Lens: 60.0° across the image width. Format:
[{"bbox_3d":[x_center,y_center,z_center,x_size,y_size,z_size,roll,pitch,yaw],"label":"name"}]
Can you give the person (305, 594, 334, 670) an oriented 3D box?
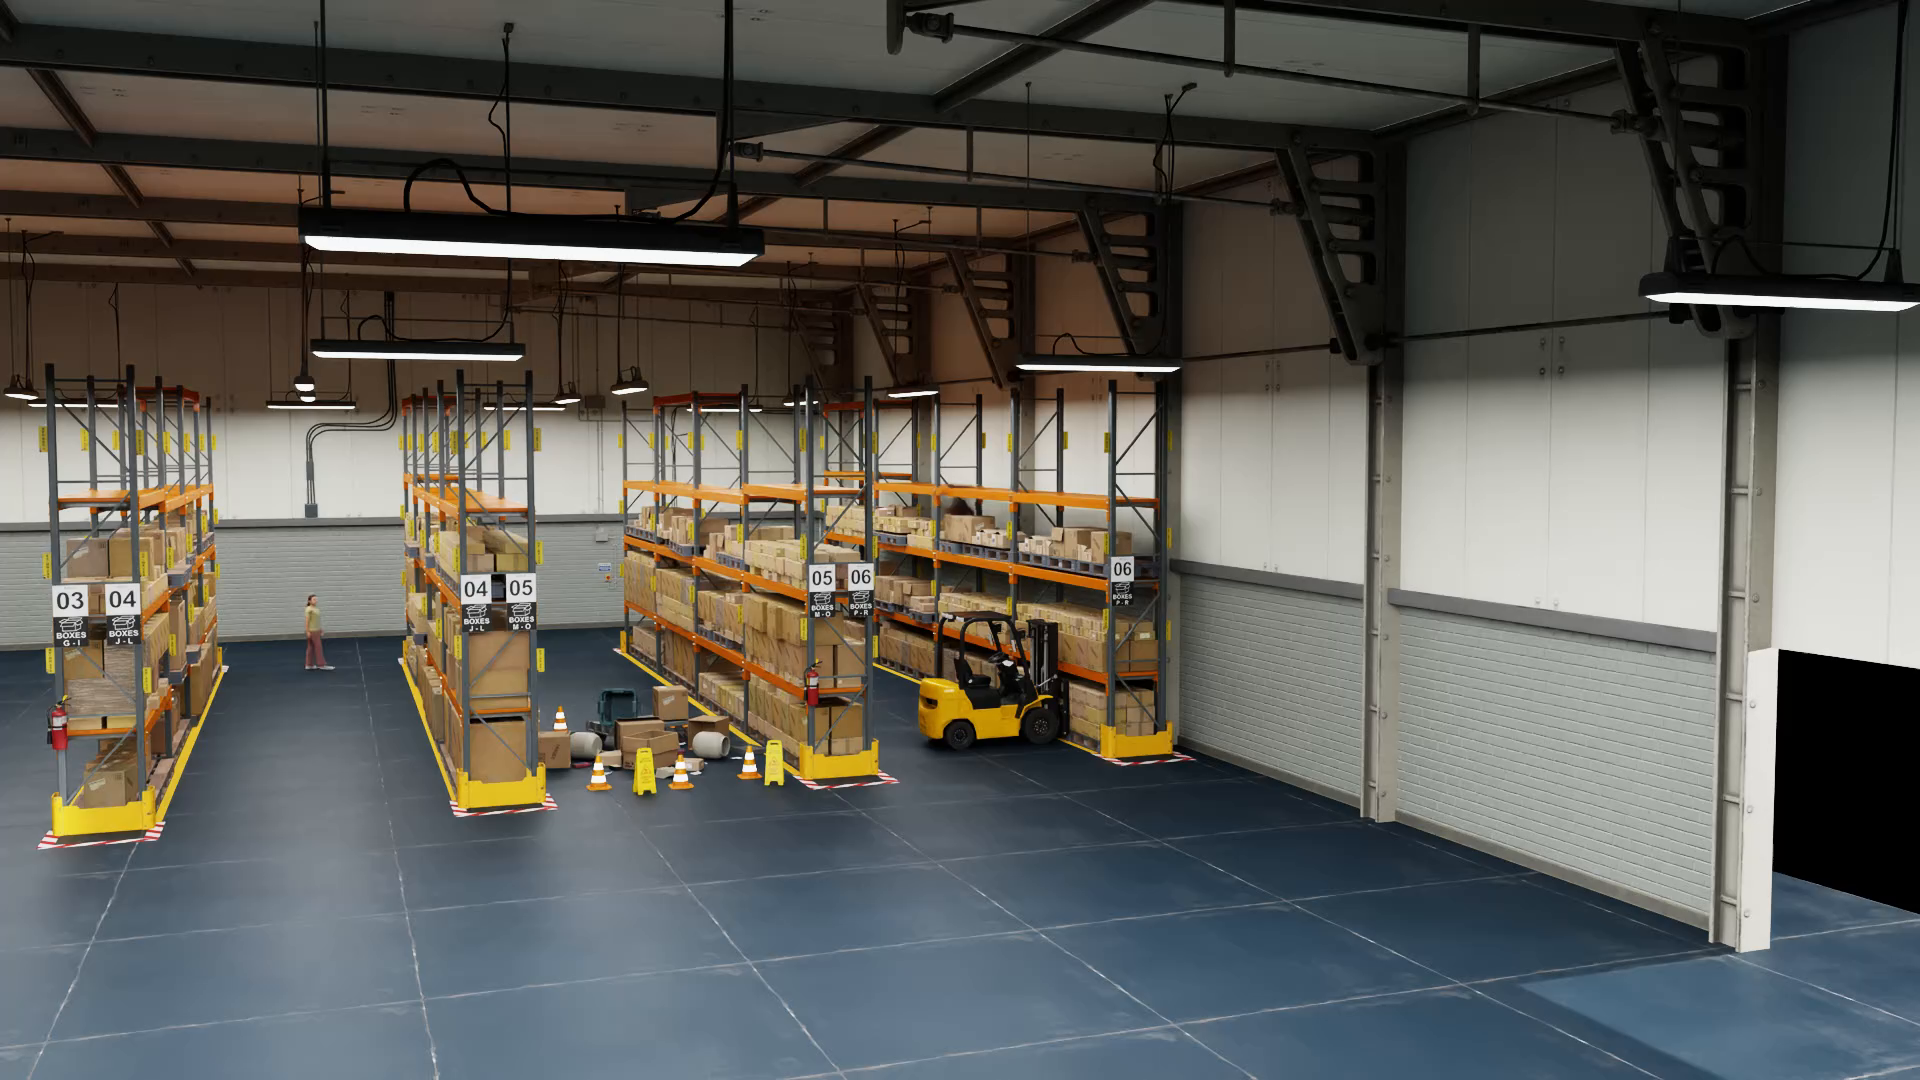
[{"bbox_3d":[-14.160,2.021,36.715,0.588,1.664,0.451,-1,4,-19],"label":"person"}]
